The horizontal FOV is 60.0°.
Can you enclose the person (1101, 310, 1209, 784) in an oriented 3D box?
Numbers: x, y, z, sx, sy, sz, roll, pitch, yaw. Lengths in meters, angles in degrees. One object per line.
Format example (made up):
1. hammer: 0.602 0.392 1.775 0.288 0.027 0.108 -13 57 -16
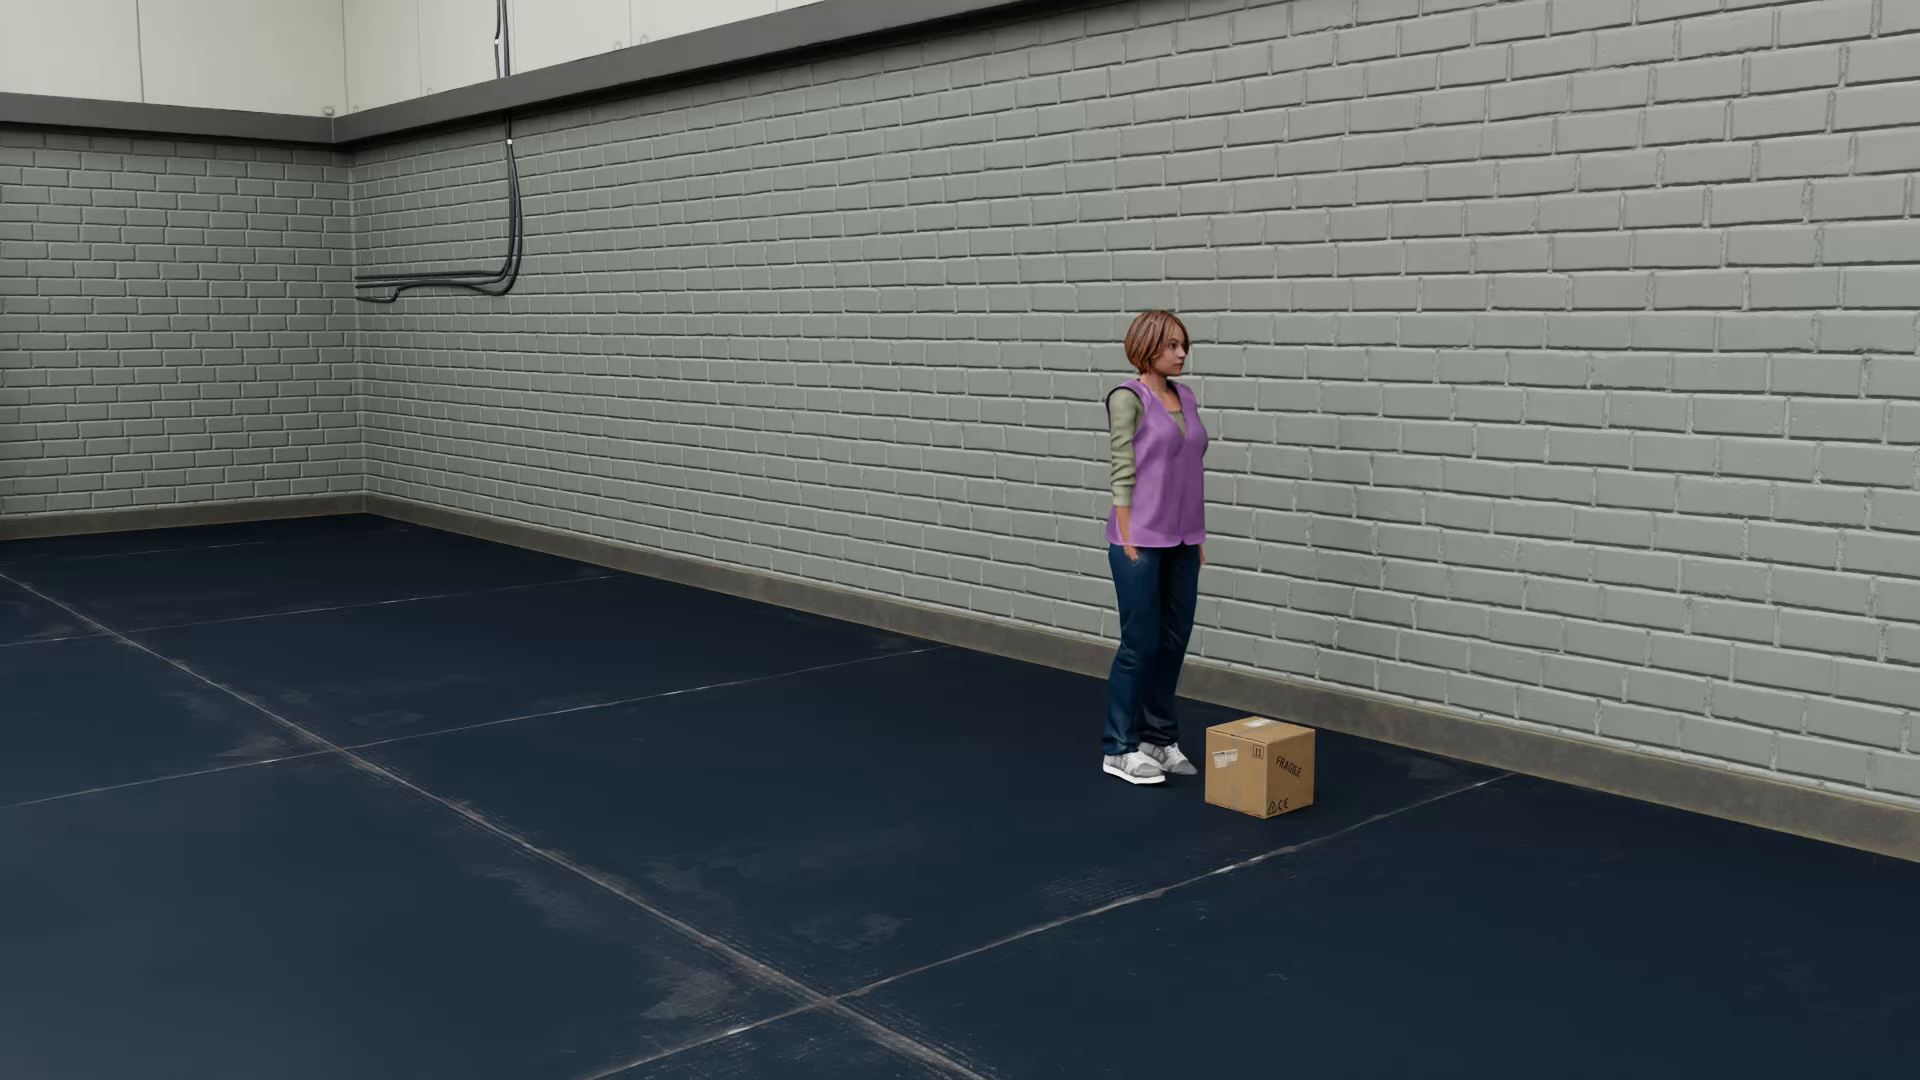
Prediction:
1. person: 0.671 0.036 5.678 0.408 1.629 0.311 -6 10 -40
